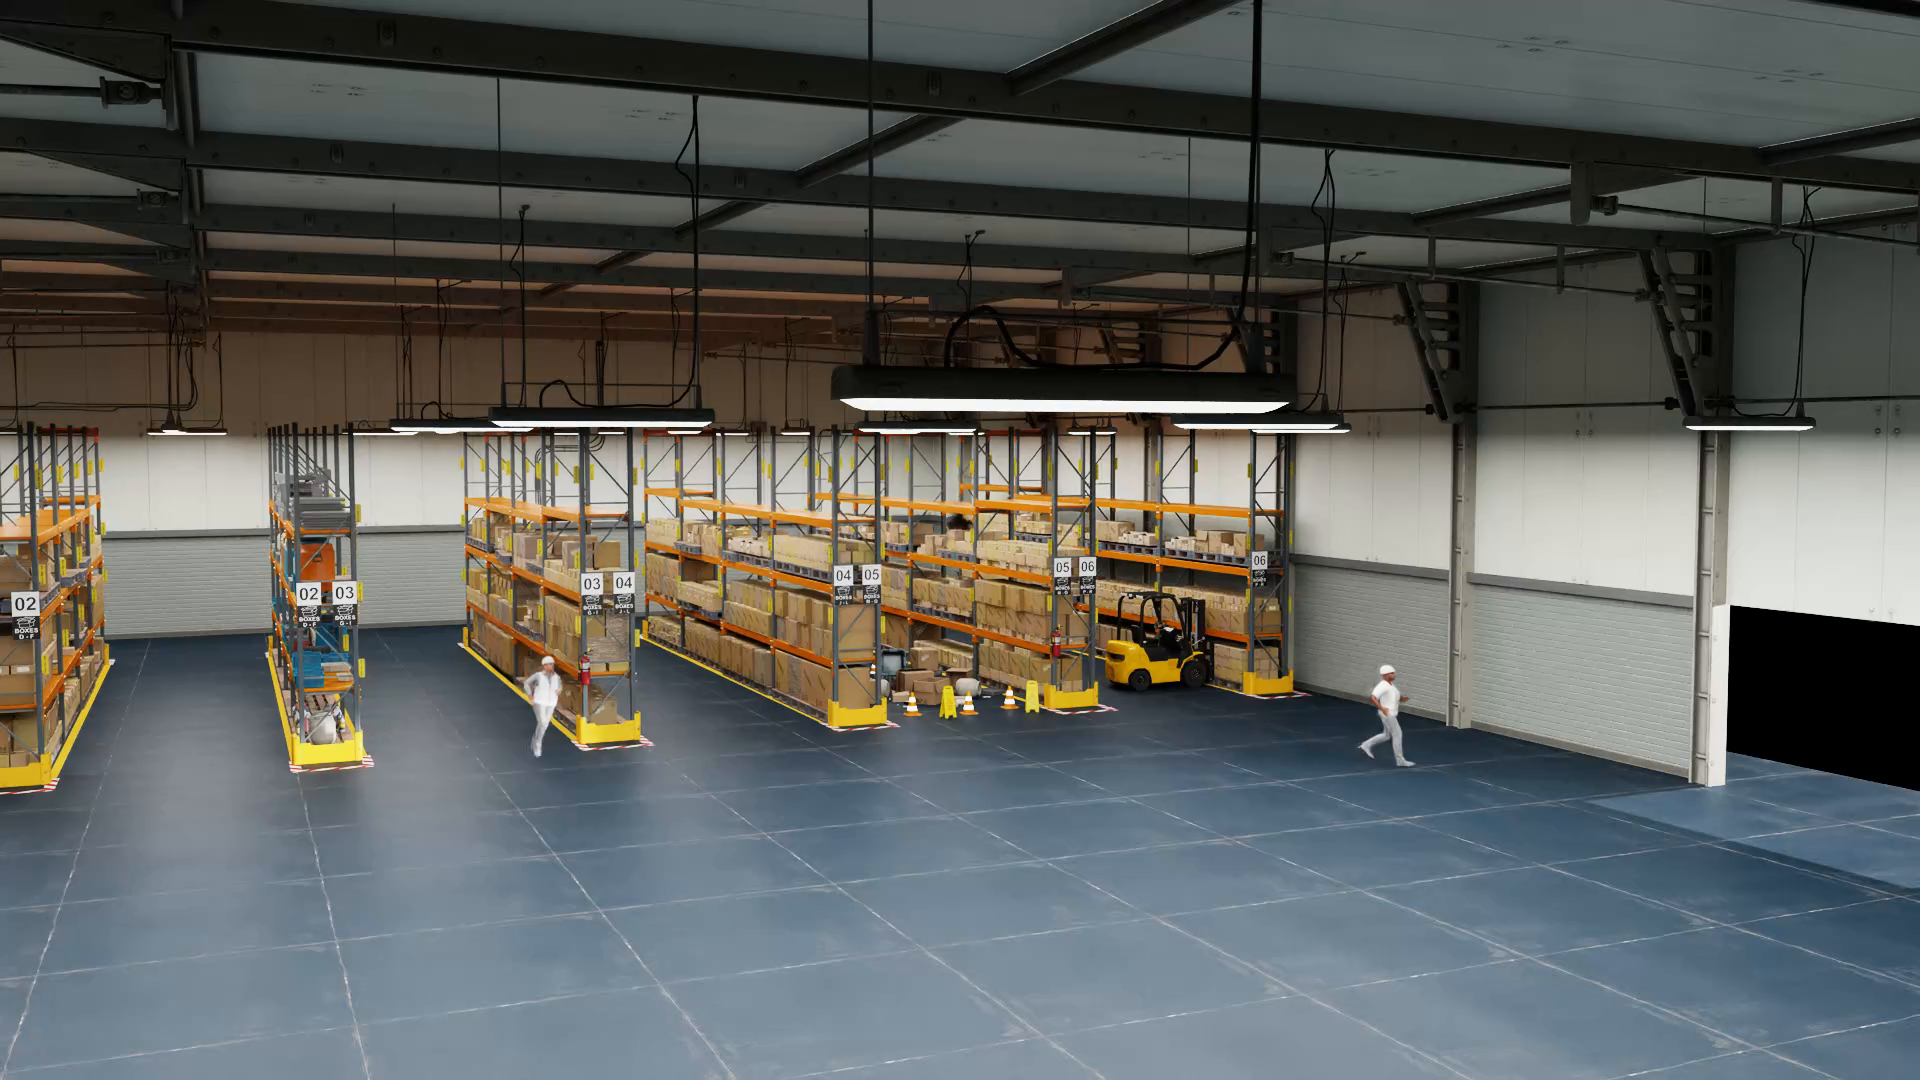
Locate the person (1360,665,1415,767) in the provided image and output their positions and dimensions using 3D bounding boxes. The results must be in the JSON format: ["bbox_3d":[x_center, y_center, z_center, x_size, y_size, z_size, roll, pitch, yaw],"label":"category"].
[{"bbox_3d":[7.491,3.058,29.046,0.928,1.745,0.710,2,4,24],"label":"person"}]

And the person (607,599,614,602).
[{"bbox_3d":[-9.355,2.072,45.348,0.677,1.827,0.911,-1,4,-21],"label":"person"}]

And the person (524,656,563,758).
[{"bbox_3d":[-7.549,3.000,30.240,0.736,1.755,0.764,-3,5,-40],"label":"person"}]
